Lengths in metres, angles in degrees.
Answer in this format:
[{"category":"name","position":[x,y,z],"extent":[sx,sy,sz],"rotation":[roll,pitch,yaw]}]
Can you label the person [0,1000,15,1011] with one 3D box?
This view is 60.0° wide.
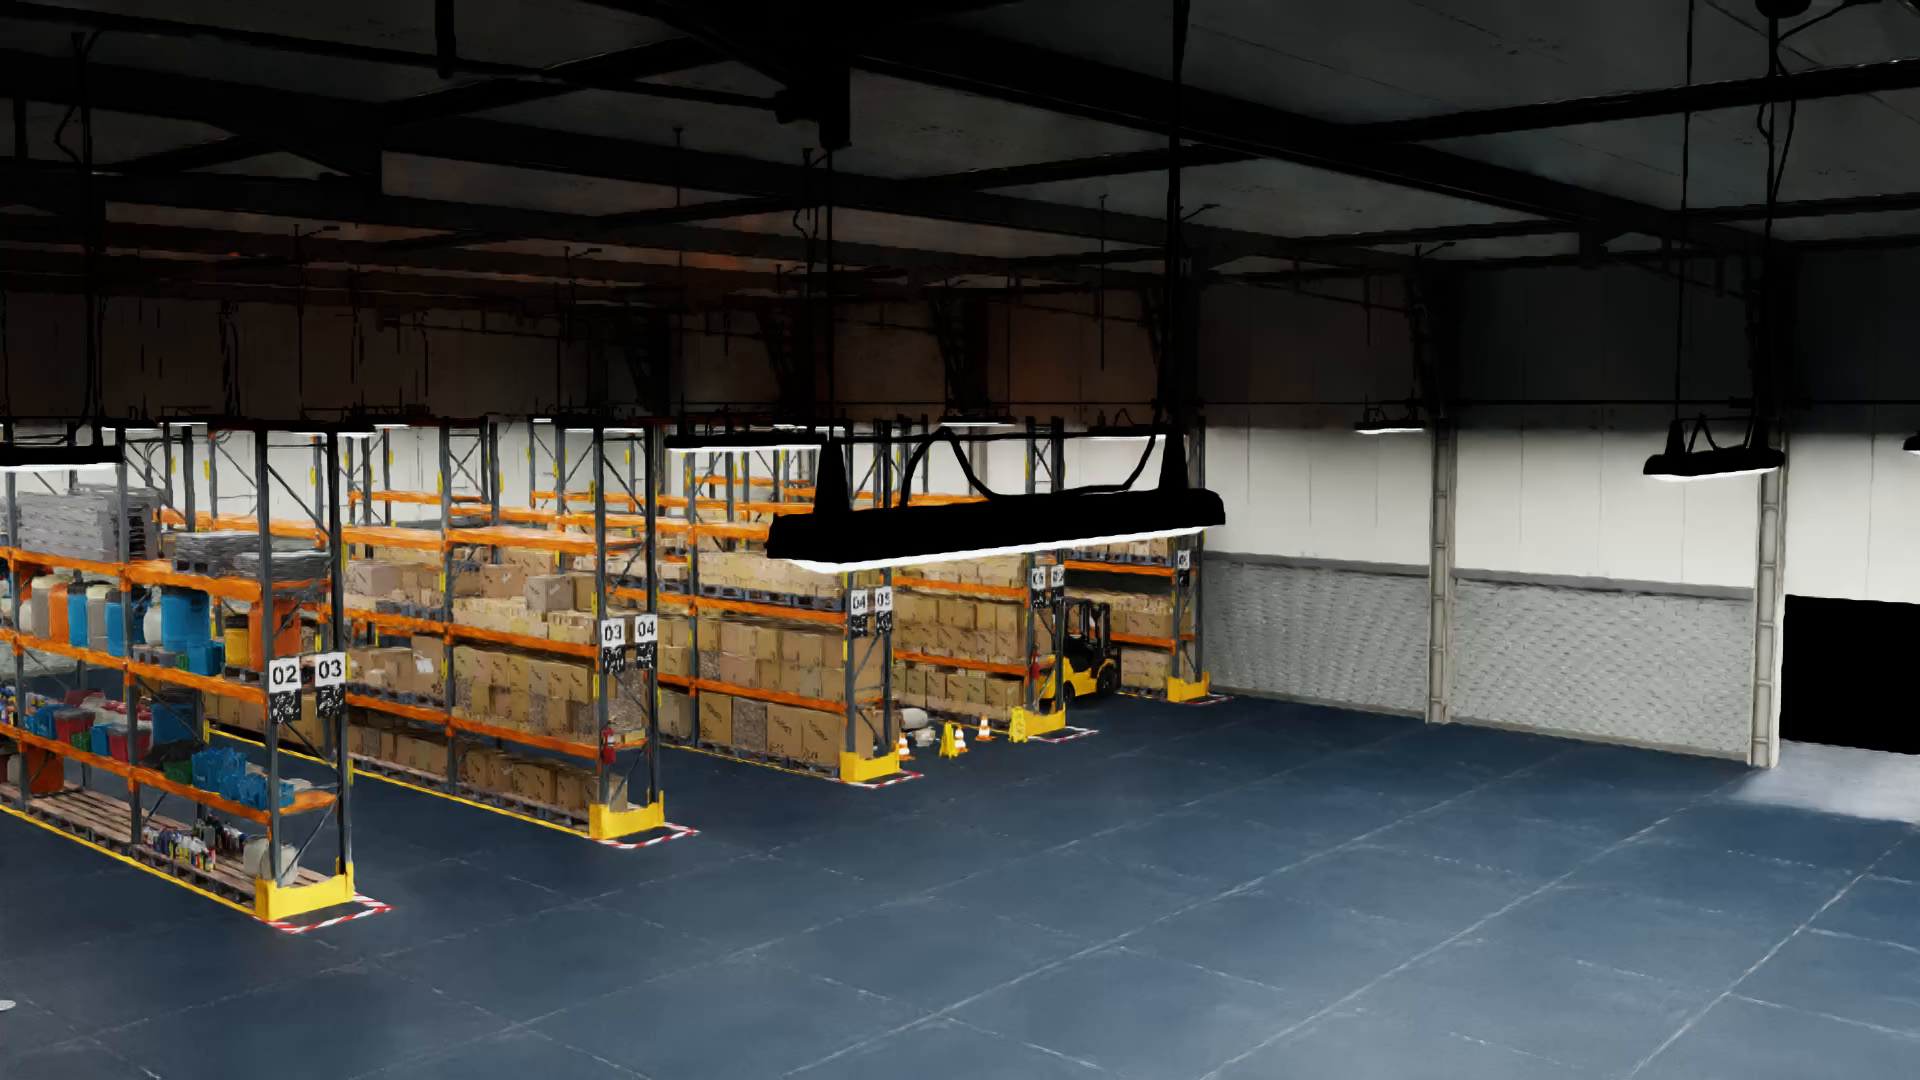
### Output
[{"category":"person","position":[-10.052,4.079,16.921],"extent":[0.548,1.670,0.685],"rotation":[-1,5,-13]}]
